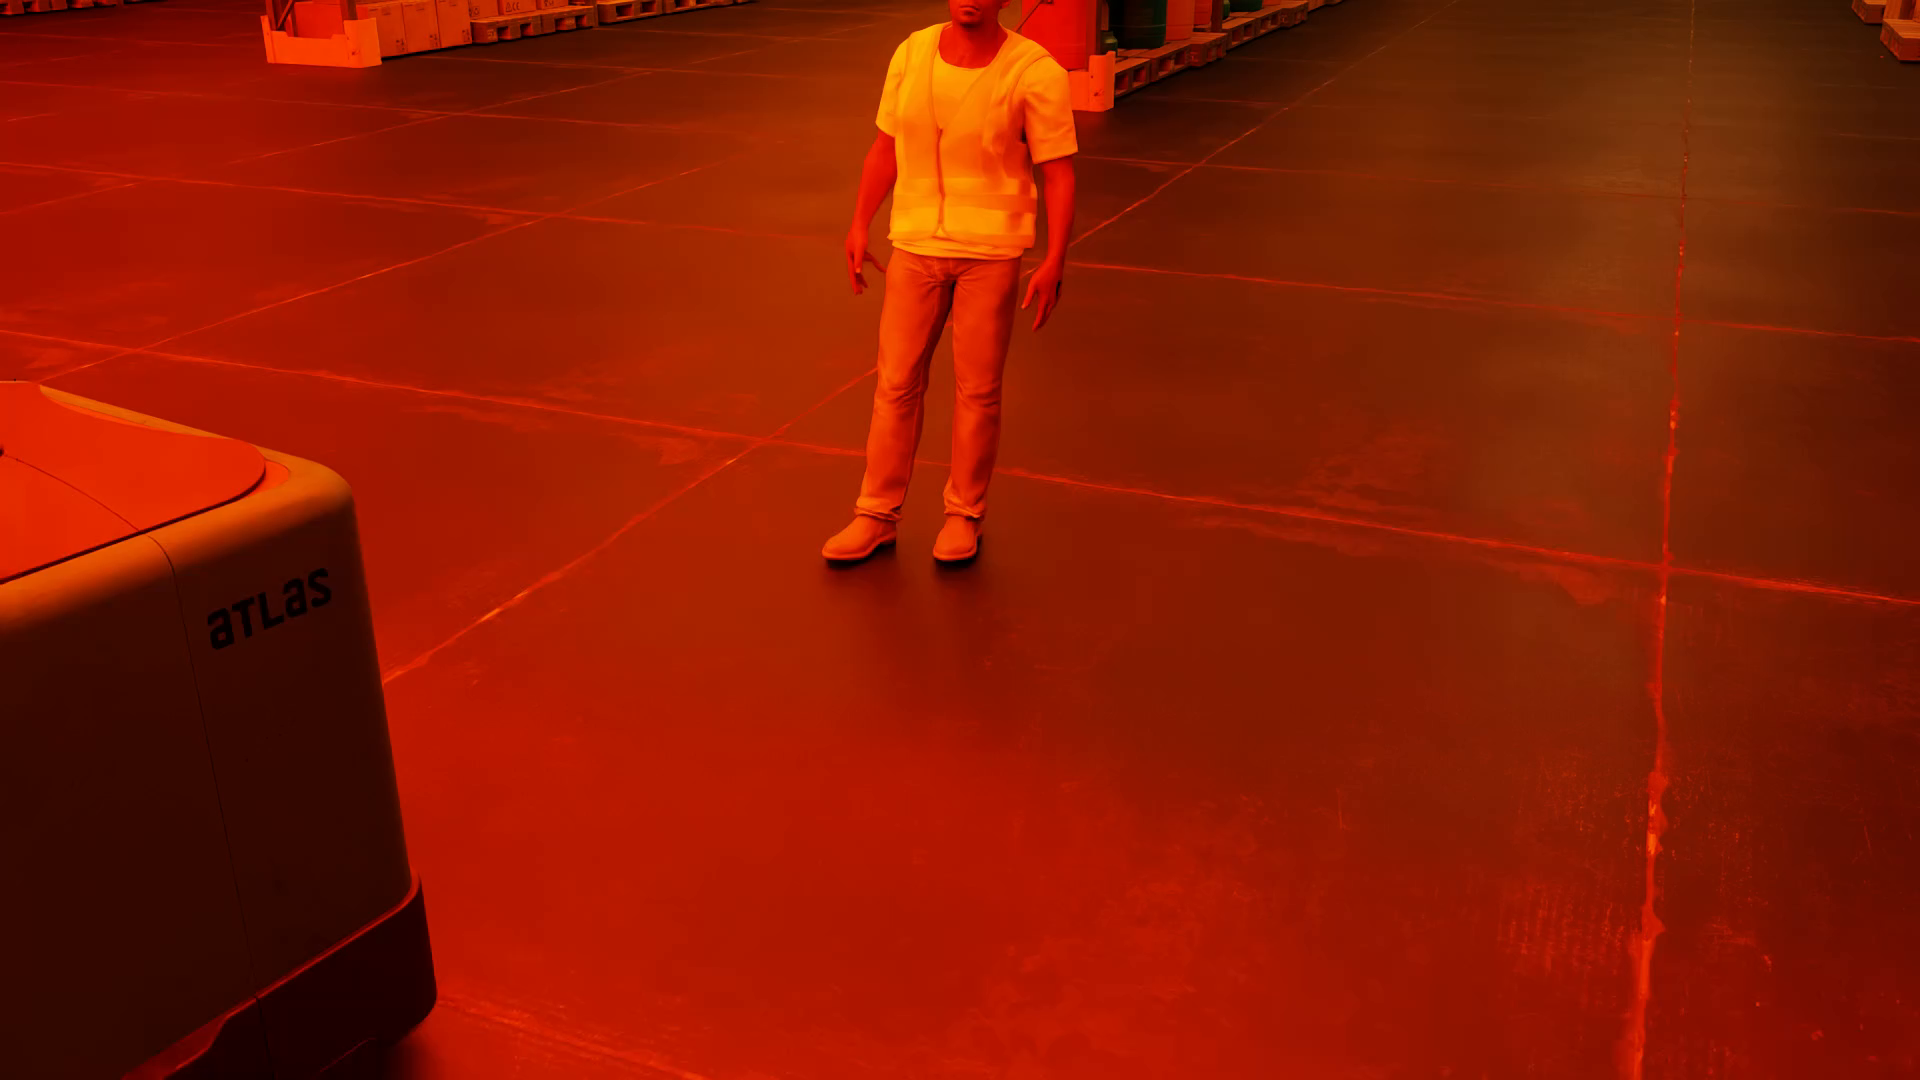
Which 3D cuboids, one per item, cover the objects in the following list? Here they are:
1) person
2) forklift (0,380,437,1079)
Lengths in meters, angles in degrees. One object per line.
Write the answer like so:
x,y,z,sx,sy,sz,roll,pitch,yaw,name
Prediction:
-0.032,-0.798,4.693,0.665,1.765,0.577,9,24,21,person
-2.140,-0.091,1.509,1.130,2.935,3.031,14,26,29,forklift
